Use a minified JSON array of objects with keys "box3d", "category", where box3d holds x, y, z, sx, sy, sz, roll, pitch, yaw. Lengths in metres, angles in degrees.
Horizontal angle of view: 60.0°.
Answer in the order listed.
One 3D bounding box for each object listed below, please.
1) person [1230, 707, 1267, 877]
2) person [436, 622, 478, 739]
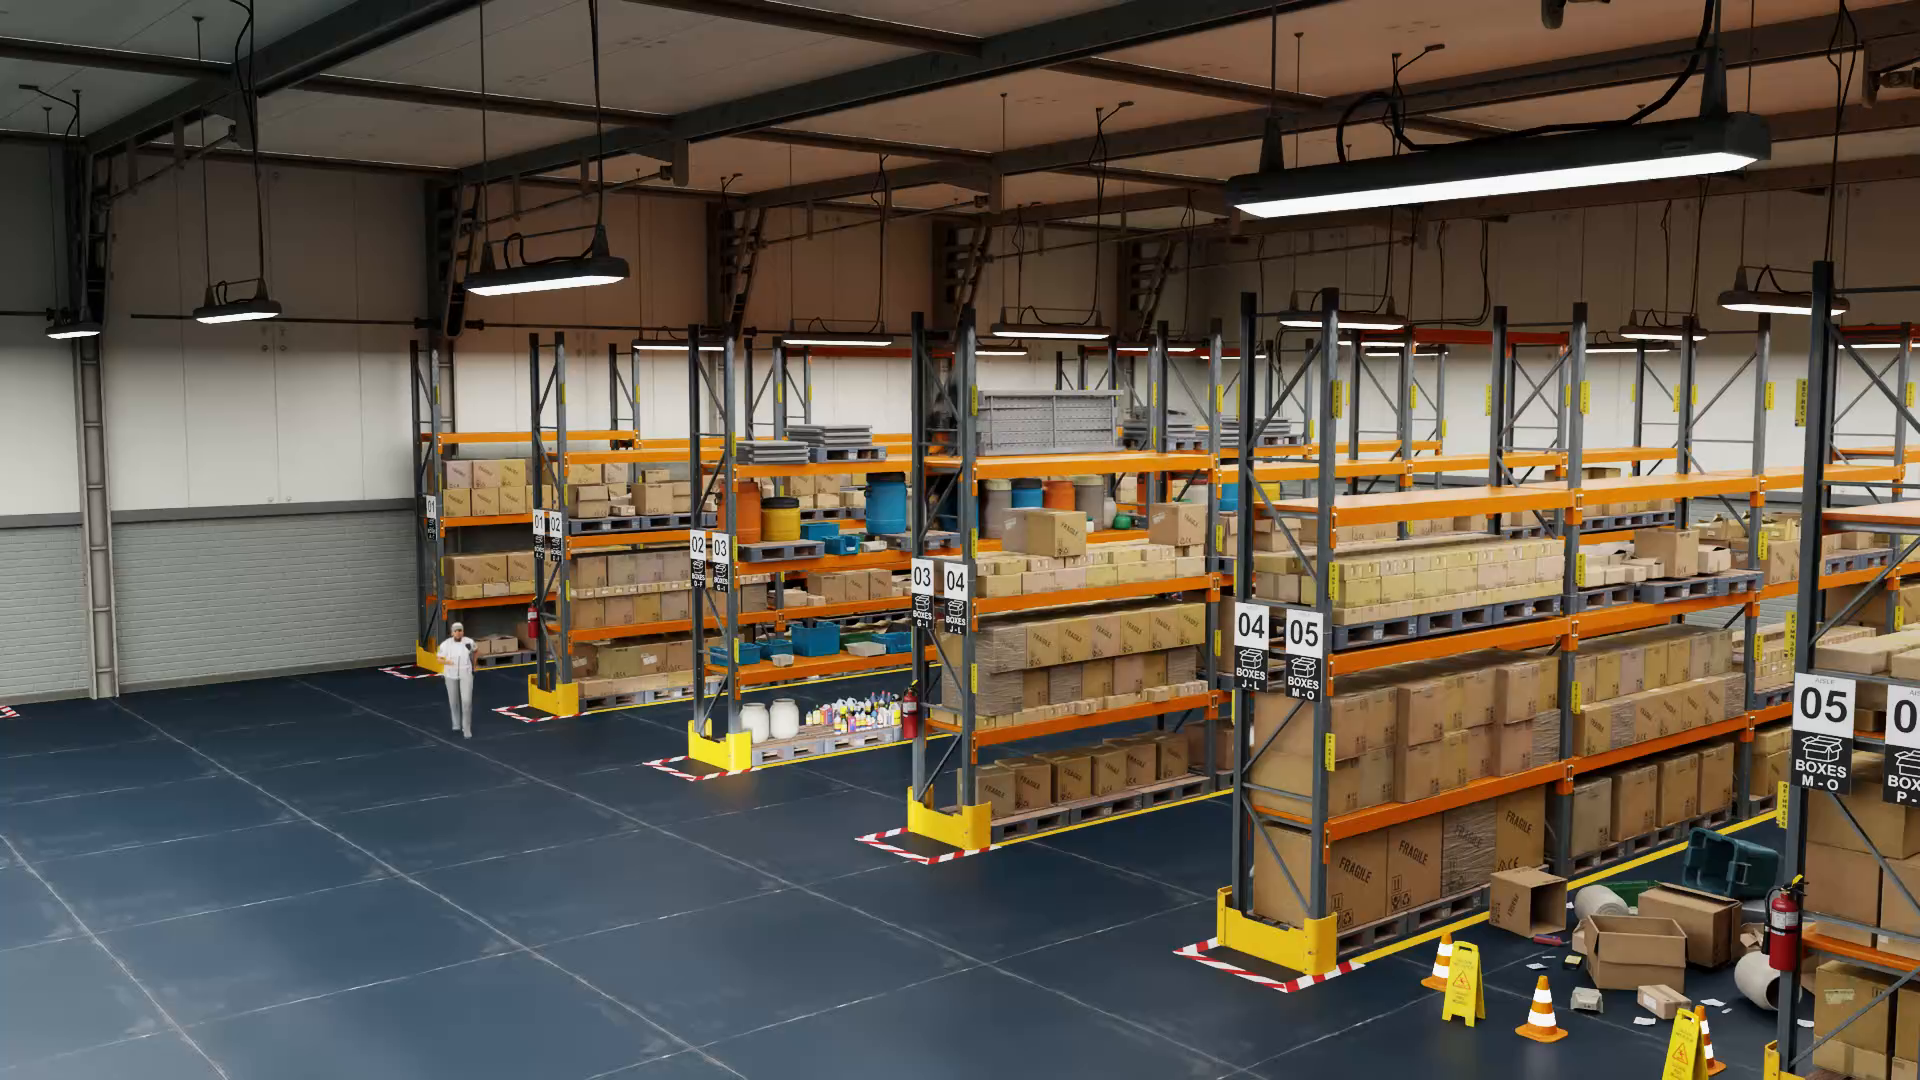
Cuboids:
[{"box3d":[3.231,2.639,17.781,0.689,1.841,0.810,5,7,45],"category":"person"},{"box3d":[-7.438,2.066,24.635,0.593,1.724,0.777,-1,5,-15],"category":"person"}]
